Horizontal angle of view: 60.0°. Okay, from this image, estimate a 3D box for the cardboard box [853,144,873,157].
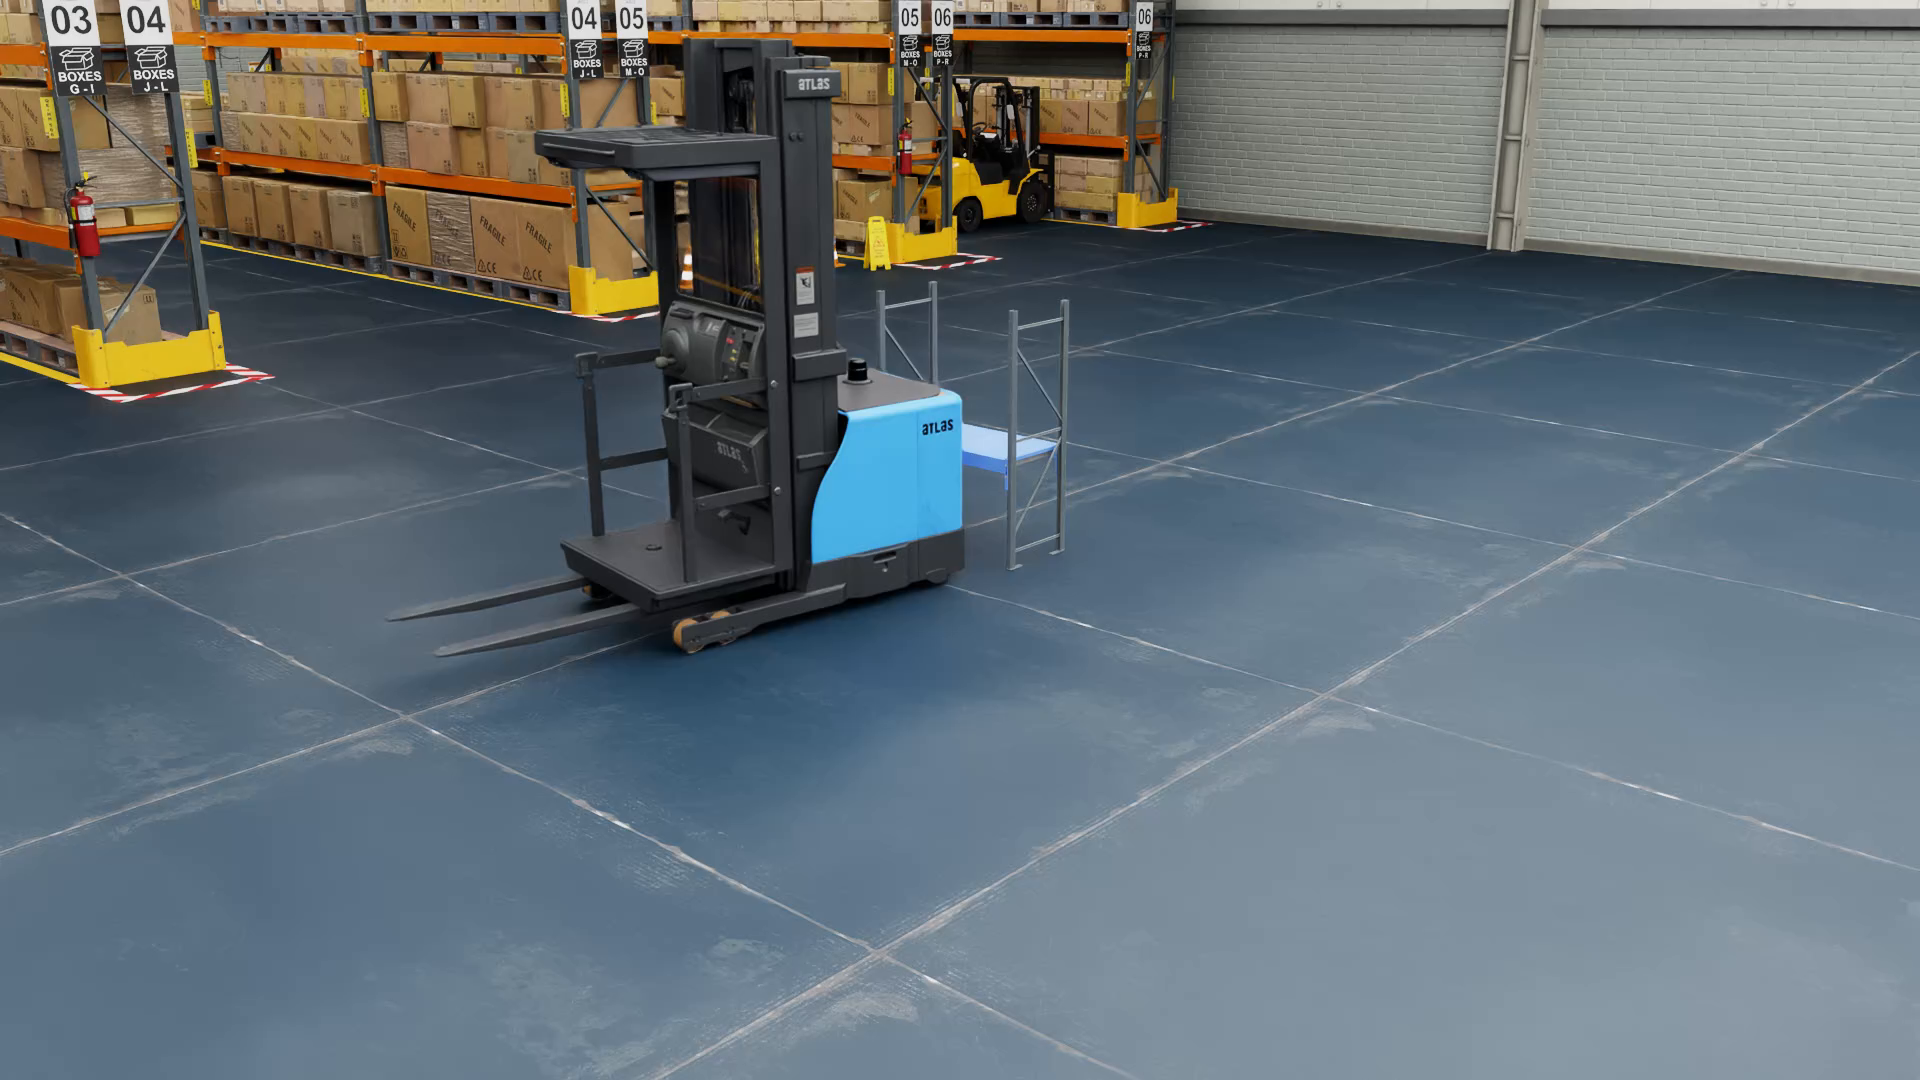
[{"bbox_3d":[-1.157,-5.040,21.450,0.250,0.149,0.380,15,23,39],"label":"cardboard box"}]

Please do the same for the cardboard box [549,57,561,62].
[{"bbox_3d":[-7.865,-9.418,33.347,0.500,0.500,0.500,16,23,41],"label":"cardboard box"}]

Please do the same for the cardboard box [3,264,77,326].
[{"bbox_3d":[-8.819,-2.368,16.052,0.500,0.500,0.500,13,22,34],"label":"cardboard box"}]

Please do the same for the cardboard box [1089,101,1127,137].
[{"bbox_3d":[2.277,-6.318,24.897,0.500,0.500,0.500,14,23,38],"label":"cardboard box"}]

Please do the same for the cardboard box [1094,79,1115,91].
[{"bbox_3d":[2.207,-6.797,24.840,0.250,0.149,0.380,15,23,39],"label":"cardboard box"}]

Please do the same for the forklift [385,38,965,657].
[{"bbox_3d":[-1.441,-1.012,8.454,3.031,2.935,1.130,-14,22,-36],"label":"forklift"}]

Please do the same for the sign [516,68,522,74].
[{"bbox_3d":[-6.822,-7.139,25.735,0.005,0.325,0.100,15,23,39],"label":"sign"}]

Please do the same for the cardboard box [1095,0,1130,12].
[{"bbox_3d":[2.327,-7.990,24.346,0.500,0.500,0.500,16,24,41],"label":"cardboard box"}]

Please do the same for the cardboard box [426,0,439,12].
[{"bbox_3d":[-5.673,-5.923,18.413,0.250,0.149,0.380,15,23,39],"label":"cardboard box"}]

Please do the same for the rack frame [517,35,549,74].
[{"bbox_3d":[-6.456,-6.714,26.308,0.127,3.000,1.000,15,23,39],"label":"rack frame"}]

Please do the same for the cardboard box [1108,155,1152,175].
[{"bbox_3d":[2.586,-5.737,25.428,0.500,0.250,0.500,15,23,38],"label":"cardboard box"}]

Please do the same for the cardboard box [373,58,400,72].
[{"bbox_3d":[-9.984,-8.073,28.774,0.500,0.500,0.500,15,23,39],"label":"cardboard box"}]

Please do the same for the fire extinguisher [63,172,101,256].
[{"bbox_3d":[-7.270,-2.701,13.793,0.183,0.674,0.296,15,23,39],"label":"fire extinguisher"}]

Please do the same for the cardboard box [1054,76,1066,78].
[{"bbox_3d":[1.573,-7.163,25.993,0.250,0.149,0.380,15,23,40],"label":"cardboard box"}]

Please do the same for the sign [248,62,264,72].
[{"bbox_3d":[-15.360,-10.316,36.292,0.001,0.242,0.339,15,23,39],"label":"sign"}]

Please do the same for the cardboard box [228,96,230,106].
[{"bbox_3d":[-9.886,-6.075,23.033,0.250,0.149,0.380,15,23,39],"label":"cardboard box"}]

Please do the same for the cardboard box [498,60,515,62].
[{"bbox_3d":[-7.416,-7.597,27.273,0.500,0.500,0.500,16,24,41],"label":"cardboard box"}]

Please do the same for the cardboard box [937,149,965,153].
[{"bbox_3d":[-0.018,-6.233,26.990,0.500,0.250,0.500,15,23,38],"label":"cardboard box"}]

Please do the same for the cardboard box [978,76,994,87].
[{"bbox_3d":[0.446,-7.246,26.255,0.250,0.149,0.380,16,23,40],"label":"cardboard box"}]

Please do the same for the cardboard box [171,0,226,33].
[{"bbox_3d":[-10.261,-7.108,22.427,0.500,0.500,0.500,15,23,39],"label":"cardboard box"}]

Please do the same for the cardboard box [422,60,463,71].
[{"bbox_3d":[-8.537,-7.691,27.568,0.500,0.500,0.500,14,23,38],"label":"cardboard box"}]

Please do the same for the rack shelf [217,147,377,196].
[{"bbox_3d":[-8.170,-4.829,21.559,4.000,0.370,1.077,15,23,39],"label":"rack shelf"}]

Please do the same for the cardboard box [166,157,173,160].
[{"bbox_3d":[-11.933,-5.651,25.156,0.500,0.250,0.500,14,23,38],"label":"cardboard box"}]

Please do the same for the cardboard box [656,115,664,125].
[{"bbox_3d":[-4.218,-6.089,24.060,0.250,0.149,0.380,14,22,38],"label":"cardboard box"}]

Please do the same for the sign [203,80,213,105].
[{"bbox_3d":[-10.019,-5.963,22.159,0.005,0.325,0.100,15,23,39],"label":"sign"}]

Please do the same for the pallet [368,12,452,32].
[{"bbox_3d":[-6.069,-5.991,19.219,1.213,0.211,1.003,15,23,39],"label":"pallet"}]

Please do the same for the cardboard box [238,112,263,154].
[{"bbox_3d":[-9.127,-5.369,21.904,0.500,0.500,0.500,15,23,39],"label":"cardboard box"}]

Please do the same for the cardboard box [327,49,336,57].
[{"bbox_3d":[-10.997,-8.657,29.541,0.250,0.149,0.380,15,23,39],"label":"cardboard box"}]

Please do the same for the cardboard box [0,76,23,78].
[{"bbox_3d":[-9.523,-4.307,16.413,0.500,0.500,0.500,15,23,39],"label":"cardboard box"}]

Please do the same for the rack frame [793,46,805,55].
[{"bbox_3d":[-3.164,-7.838,29.849,0.127,3.000,1.000,15,23,39],"label":"rack frame"}]

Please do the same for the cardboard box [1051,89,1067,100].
[{"bbox_3d":[1.601,-6.800,25.343,0.250,0.149,0.380,14,22,38],"label":"cardboard box"}]

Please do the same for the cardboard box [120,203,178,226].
[{"bbox_3d":[-7.105,-2.857,14.570,0.250,0.149,0.380,15,23,39],"label":"cardboard box"}]

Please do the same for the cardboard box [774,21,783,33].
[{"bbox_3d":[-2.239,-6.792,22.012,0.250,0.149,0.380,15,23,40],"label":"cardboard box"}]

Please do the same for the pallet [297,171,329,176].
[{"bbox_3d":[-11.789,-6.848,31.341,1.213,0.211,1.003,15,23,39],"label":"pallet"}]

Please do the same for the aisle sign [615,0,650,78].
[{"bbox_3d":[-3.430,-5.260,17.430,0.004,0.787,0.394,15,23,39],"label":"aisle sign"}]

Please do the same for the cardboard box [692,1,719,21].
[{"bbox_3d":[-3.317,-7.260,22.828,0.500,0.250,0.500,14,23,38],"label":"cardboard box"}]

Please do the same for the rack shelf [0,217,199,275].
[{"bbox_3d":[-8.546,-2.924,15.556,4.000,0.370,1.077,15,23,39],"label":"rack shelf"}]

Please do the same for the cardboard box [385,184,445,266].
[{"bbox_3d":[-6.250,-3.816,19.995,0.875,0.875,0.875,15,23,40],"label":"cardboard box"}]

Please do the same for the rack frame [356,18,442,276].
[{"bbox_3d":[-6.674,-4.770,20.185,0.127,3.000,1.000,15,23,39],"label":"rack frame"}]

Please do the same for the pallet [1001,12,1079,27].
[{"bbox_3d":[1.391,-8.012,25.585,1.213,0.211,1.003,15,23,39],"label":"pallet"}]

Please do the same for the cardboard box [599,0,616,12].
[{"bbox_3d":[-3.726,-5.667,17.605,0.250,0.149,0.380,15,23,40],"label":"cardboard box"}]

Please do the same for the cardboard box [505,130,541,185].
[{"bbox_3d":[-4.416,-4.209,18.166,0.550,0.550,0.875,15,23,39],"label":"cardboard box"}]

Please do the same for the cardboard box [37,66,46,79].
[{"bbox_3d":[-13.952,-7.285,25.796,0.500,0.500,0.500,16,23,41],"label":"cardboard box"}]

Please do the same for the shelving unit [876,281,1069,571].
[{"bbox_3d":[0.064,-0.698,9.831,1.048,1.500,0.538,15,23,39],"label":"shelving unit"}]

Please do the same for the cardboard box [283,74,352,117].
[{"bbox_3d":[-8.190,-5.699,21.293,0.500,0.500,0.700,15,23,39],"label":"cardboard box"}]

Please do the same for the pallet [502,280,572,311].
[{"bbox_3d":[-4.332,-2.781,18.526,1.213,0.211,1.003,15,23,39],"label":"pallet"}]

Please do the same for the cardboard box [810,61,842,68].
[{"bbox_3d":[-1.822,-6.009,21.778,0.500,0.500,0.700,15,23,39],"label":"cardboard box"}]

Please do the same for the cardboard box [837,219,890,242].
[{"bbox_3d":[-1.273,-4.103,21.934,0.500,0.250,0.500,15,23,39],"label":"cardboard box"}]

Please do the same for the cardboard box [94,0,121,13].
[{"bbox_3d":[-7.103,-4.521,14.030,0.250,0.149,0.380,15,23,39],"label":"cardboard box"}]
